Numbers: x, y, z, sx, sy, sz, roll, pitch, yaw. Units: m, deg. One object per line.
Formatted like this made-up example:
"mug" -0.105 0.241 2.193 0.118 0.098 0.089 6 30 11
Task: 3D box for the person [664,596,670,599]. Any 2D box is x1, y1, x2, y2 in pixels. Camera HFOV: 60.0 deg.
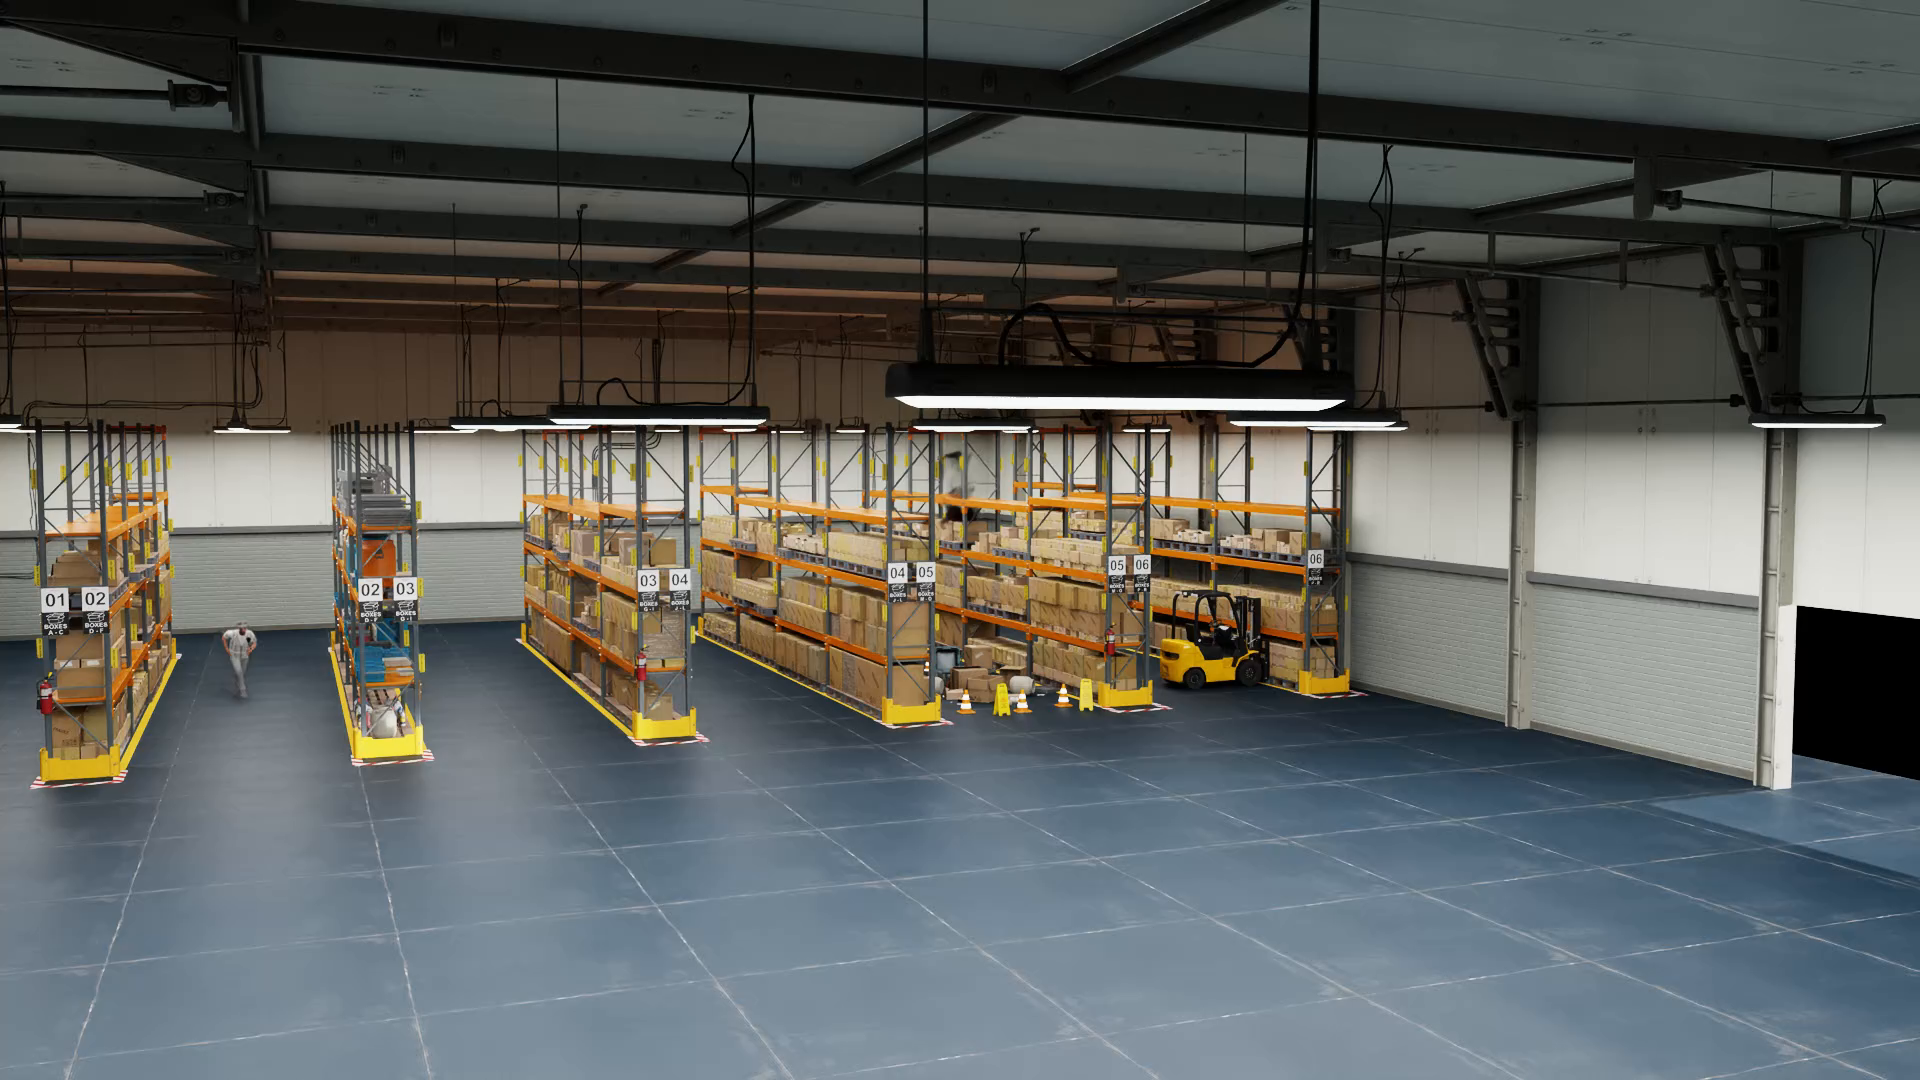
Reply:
"person" -8.125 2.008 46.295 0.577 1.676 0.834 -1 4 -14

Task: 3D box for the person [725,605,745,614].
"person" -6.677 1.807 49.314 0.915 1.654 0.615 0 4 0

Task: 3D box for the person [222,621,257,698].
"person" -15.950 2.621 36.802 0.705 1.716 1.017 -2 4 -32
